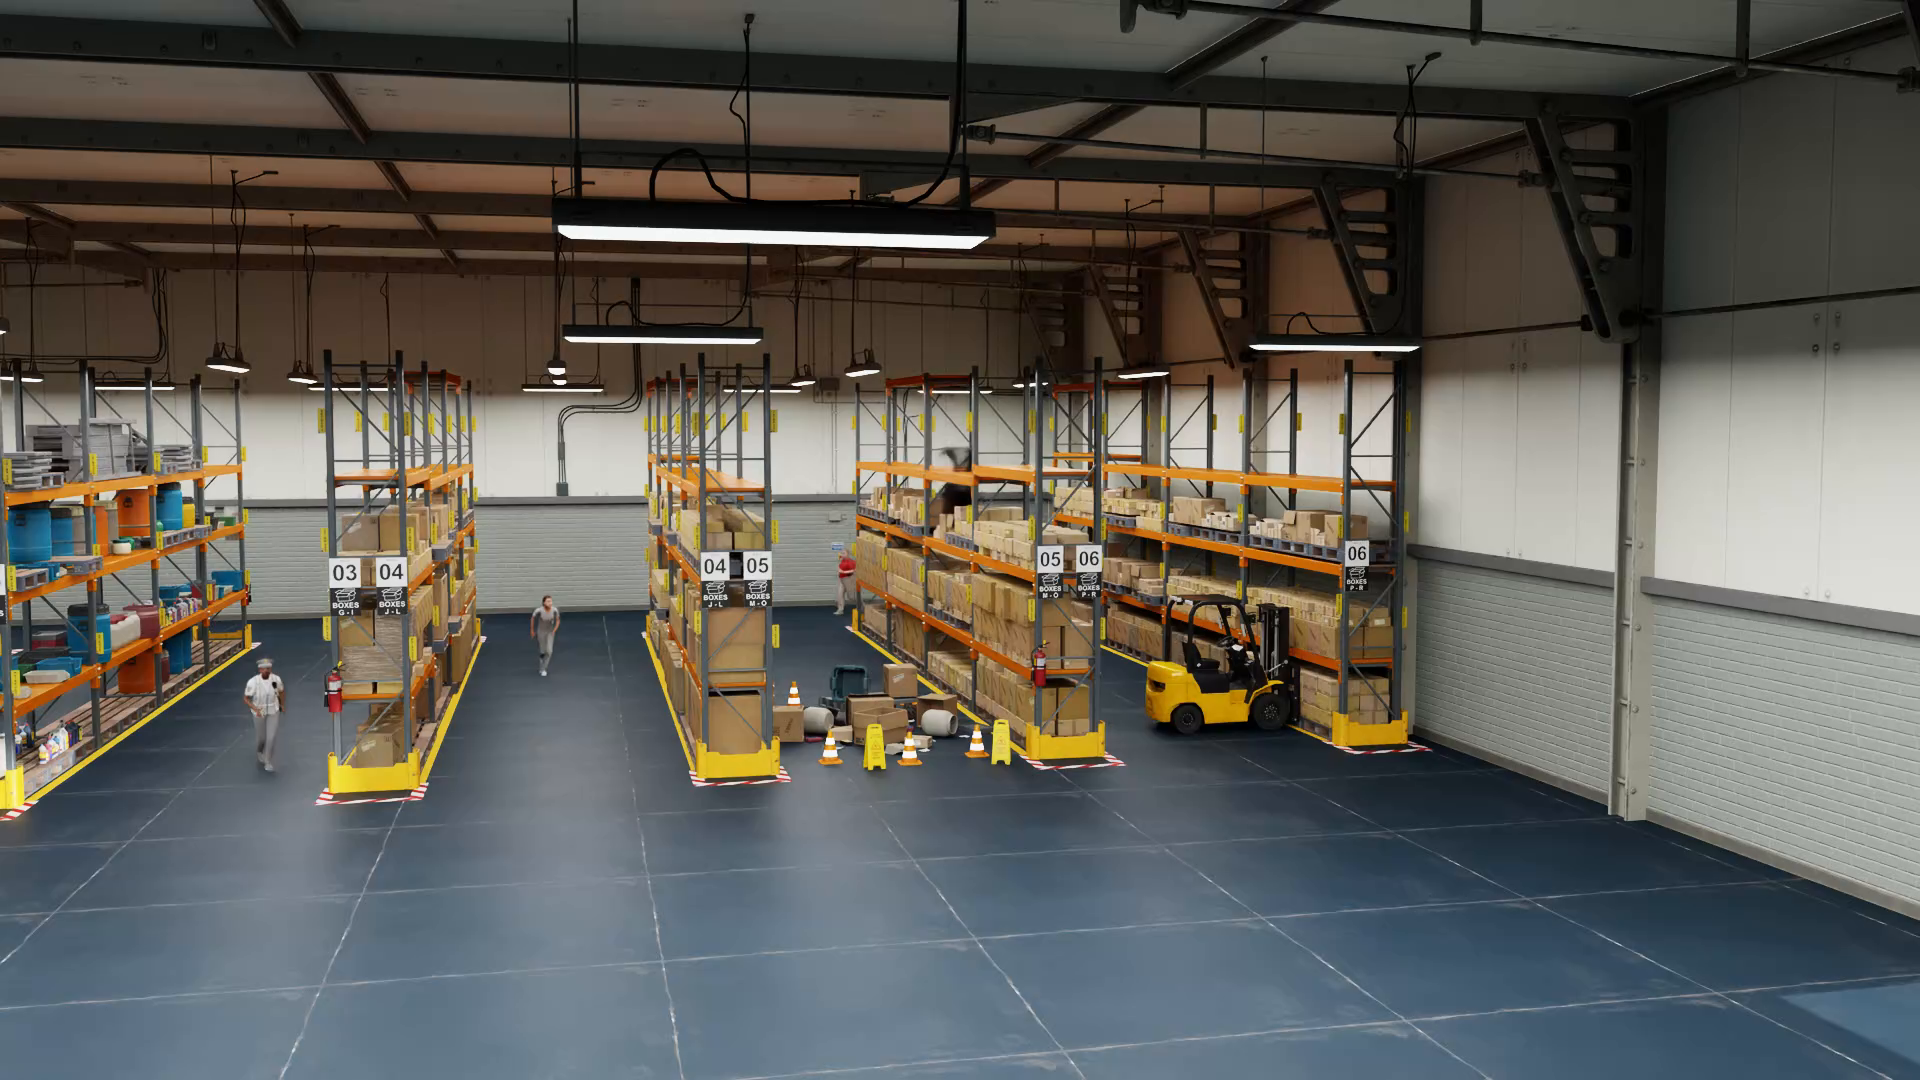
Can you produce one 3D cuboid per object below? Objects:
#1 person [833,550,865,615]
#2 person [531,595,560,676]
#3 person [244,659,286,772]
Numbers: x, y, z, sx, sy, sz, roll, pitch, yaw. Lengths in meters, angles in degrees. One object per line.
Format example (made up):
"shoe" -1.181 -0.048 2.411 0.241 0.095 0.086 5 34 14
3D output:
"person" -2.933 1.099 43.557 0.933 1.708 0.675 -3 5 -35
"person" -8.303 1.893 33.297 0.564 1.604 0.625 -2 5 -28
"person" -10.108 2.509 24.190 0.574 1.645 0.718 -2 4 -27
